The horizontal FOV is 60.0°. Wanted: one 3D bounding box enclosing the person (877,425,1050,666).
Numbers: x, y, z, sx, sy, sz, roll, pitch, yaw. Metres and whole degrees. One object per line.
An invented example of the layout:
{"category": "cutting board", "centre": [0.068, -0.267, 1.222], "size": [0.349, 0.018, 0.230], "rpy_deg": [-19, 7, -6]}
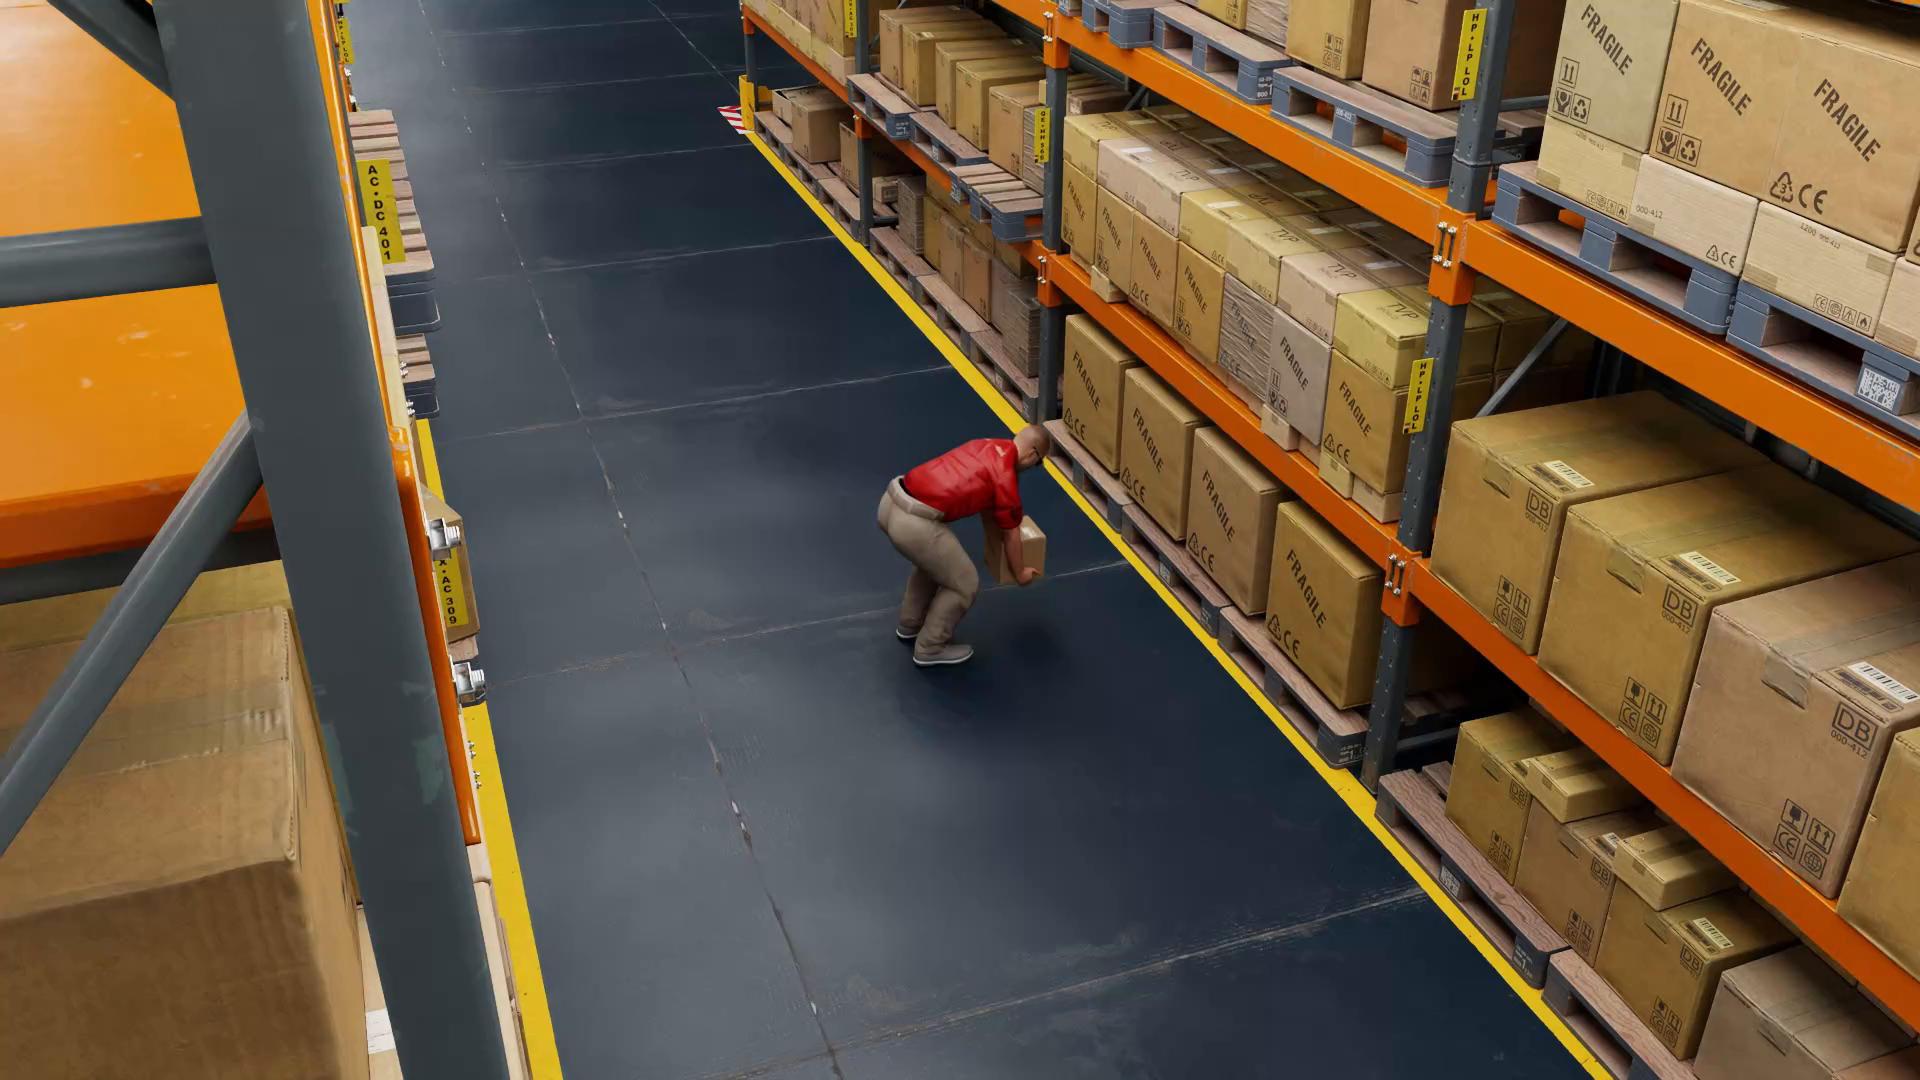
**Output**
{"category": "person", "centre": [0.038, 0.016, 8.664], "size": [0.927, 1.191, 0.515], "rpy_deg": [-12, 32, -20]}
